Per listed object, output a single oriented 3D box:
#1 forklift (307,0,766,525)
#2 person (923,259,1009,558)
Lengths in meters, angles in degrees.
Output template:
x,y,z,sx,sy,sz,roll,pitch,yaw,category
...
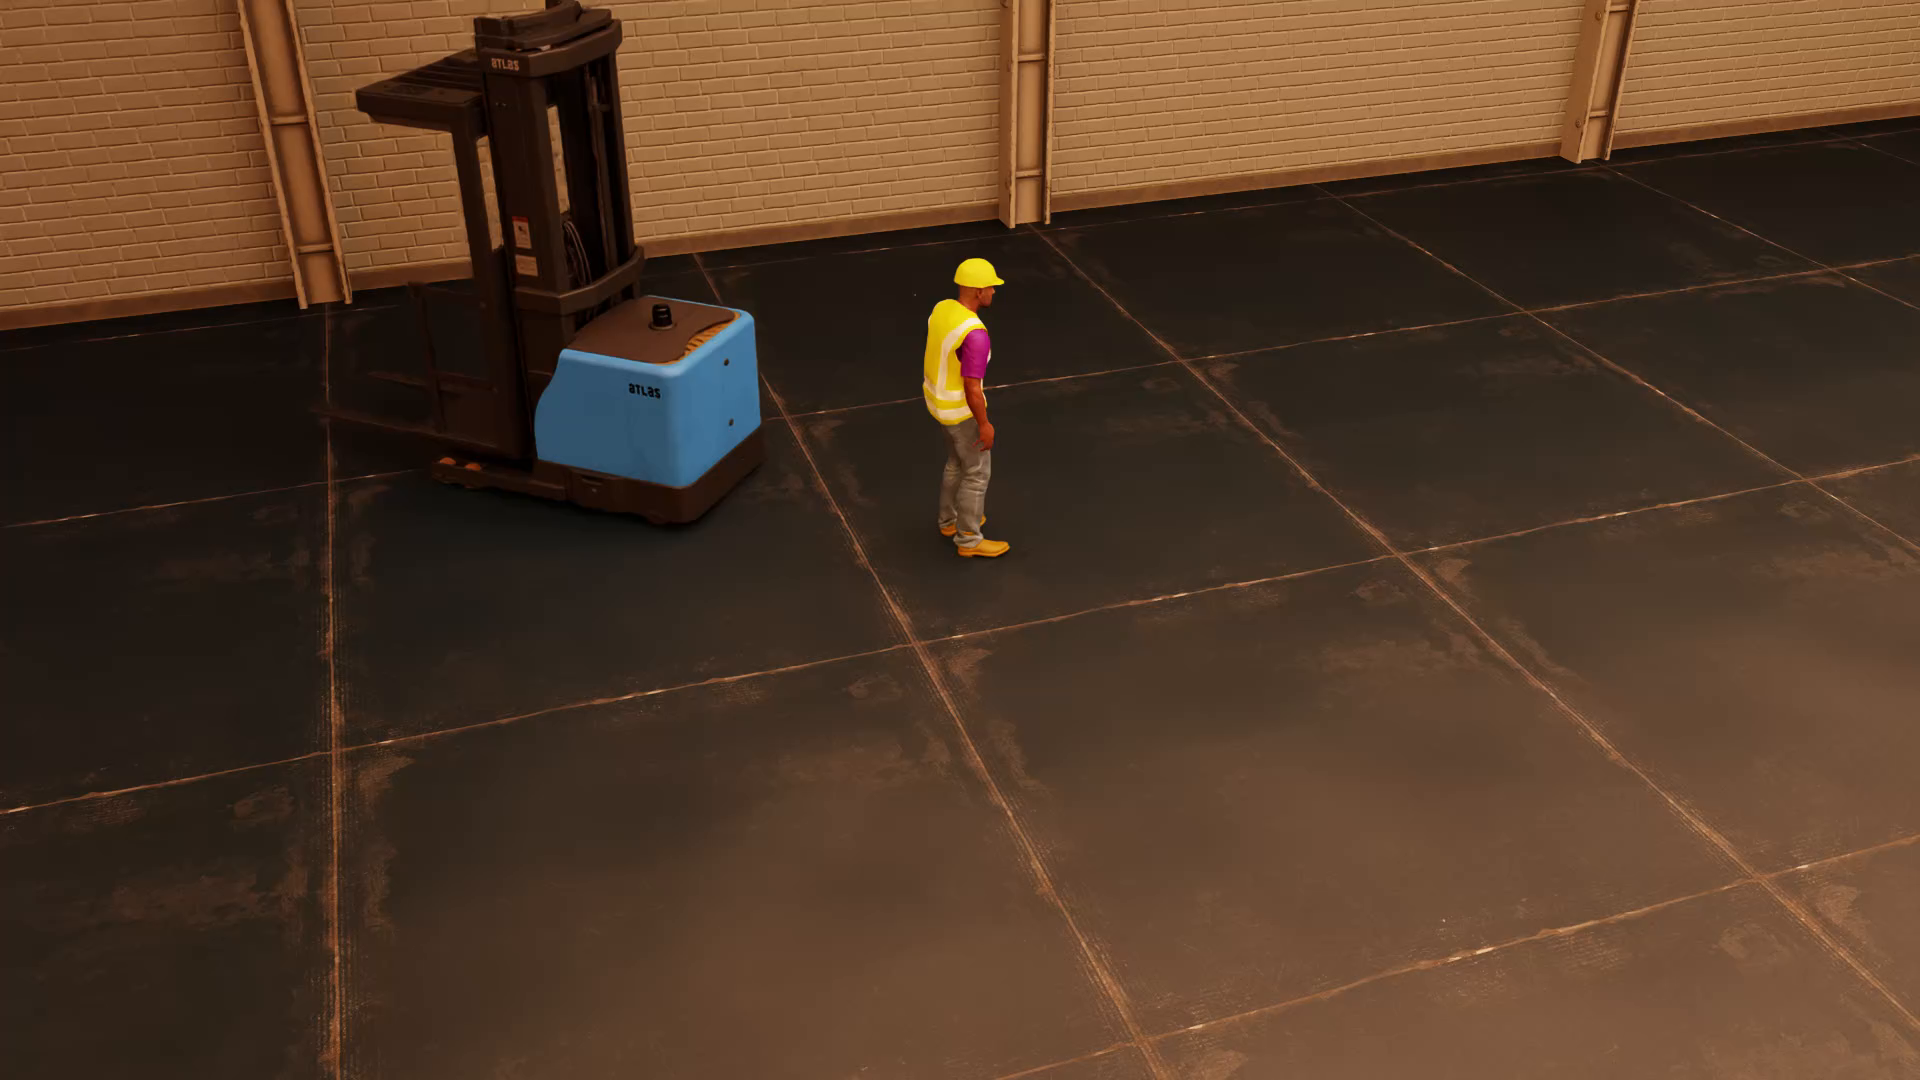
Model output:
x,y,z,sx,sy,sz,roll,pitch,yaw,category
-2.834,-1.822,10.254,3.031,2.935,1.130,12,32,19,forklift
0.035,-0.771,9.606,0.460,1.760,0.626,-11,32,-18,person
